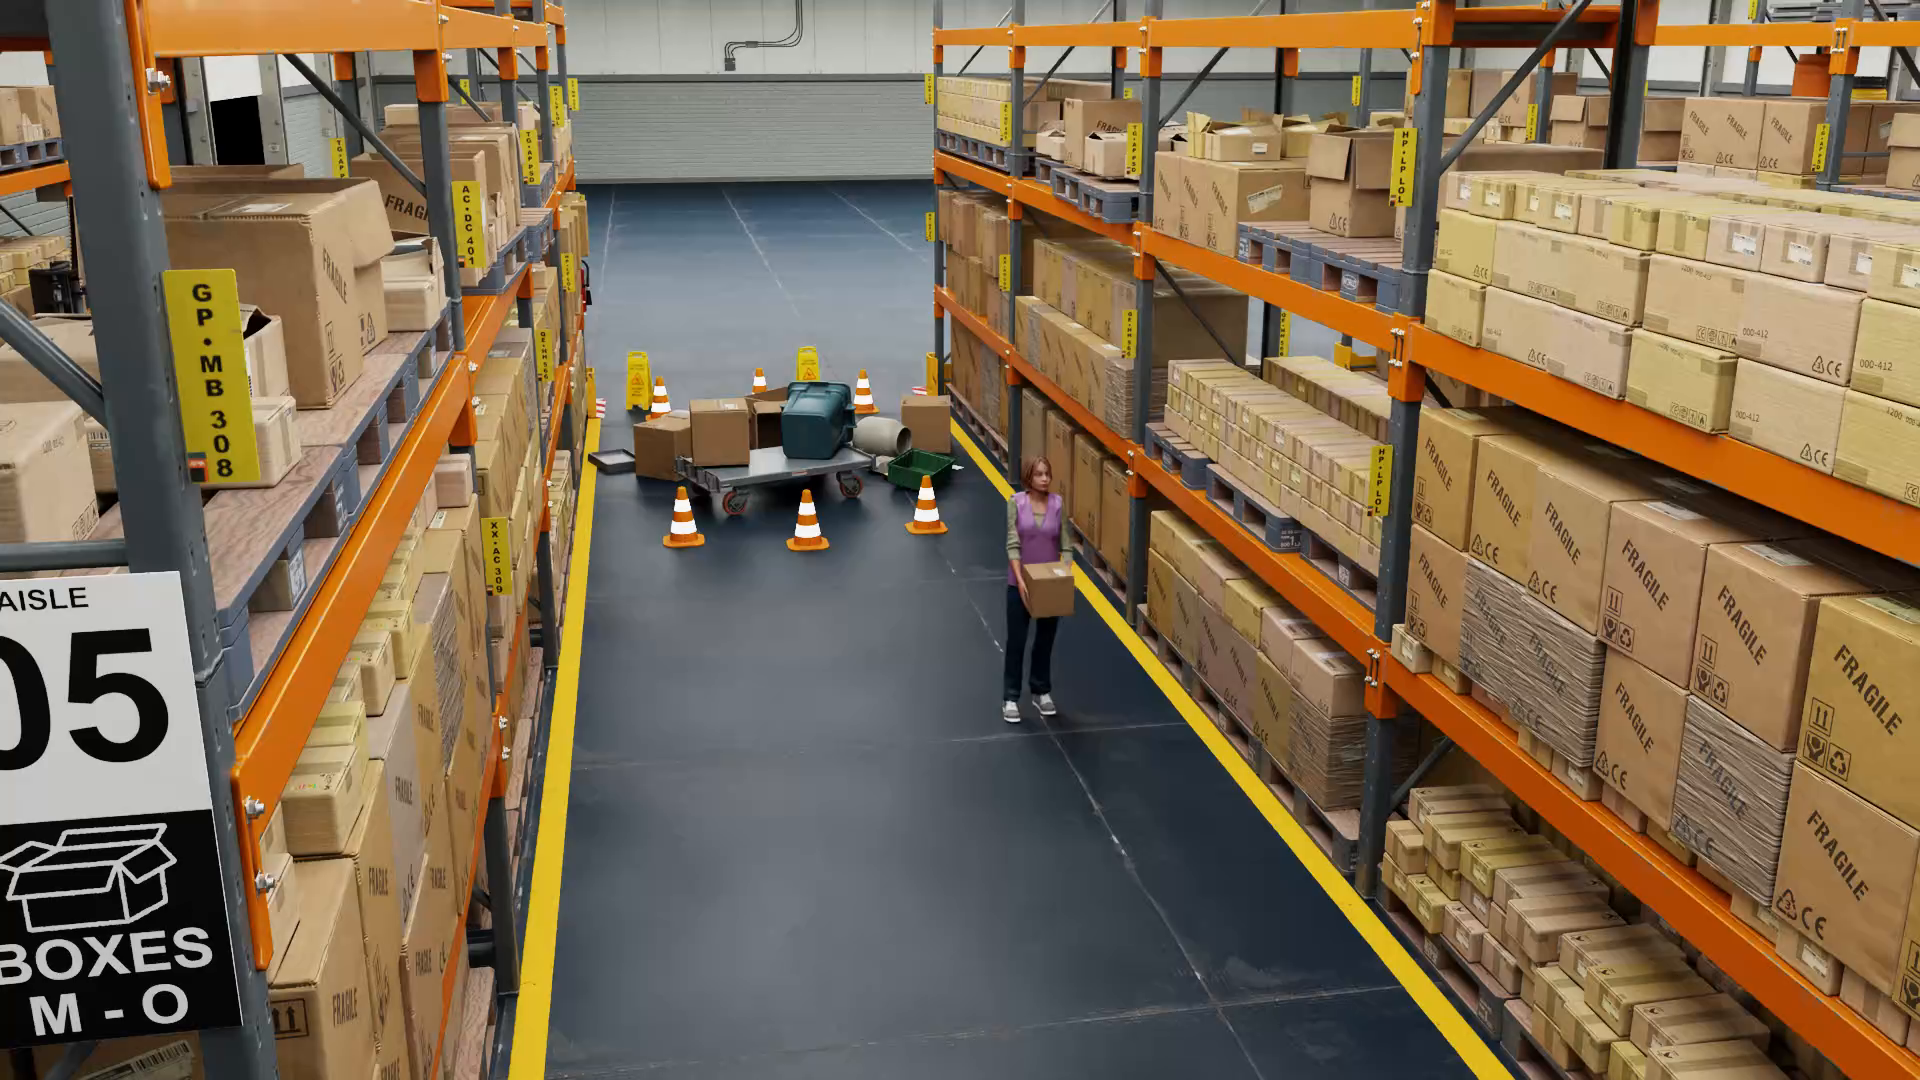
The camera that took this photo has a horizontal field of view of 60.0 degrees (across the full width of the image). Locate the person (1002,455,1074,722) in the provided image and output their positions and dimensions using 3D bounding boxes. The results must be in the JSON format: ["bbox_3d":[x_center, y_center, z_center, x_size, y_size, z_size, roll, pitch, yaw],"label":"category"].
[{"bbox_3d":[0.468,0.292,10.069,0.453,1.601,0.448,-3,17,-11],"label":"person"}]
